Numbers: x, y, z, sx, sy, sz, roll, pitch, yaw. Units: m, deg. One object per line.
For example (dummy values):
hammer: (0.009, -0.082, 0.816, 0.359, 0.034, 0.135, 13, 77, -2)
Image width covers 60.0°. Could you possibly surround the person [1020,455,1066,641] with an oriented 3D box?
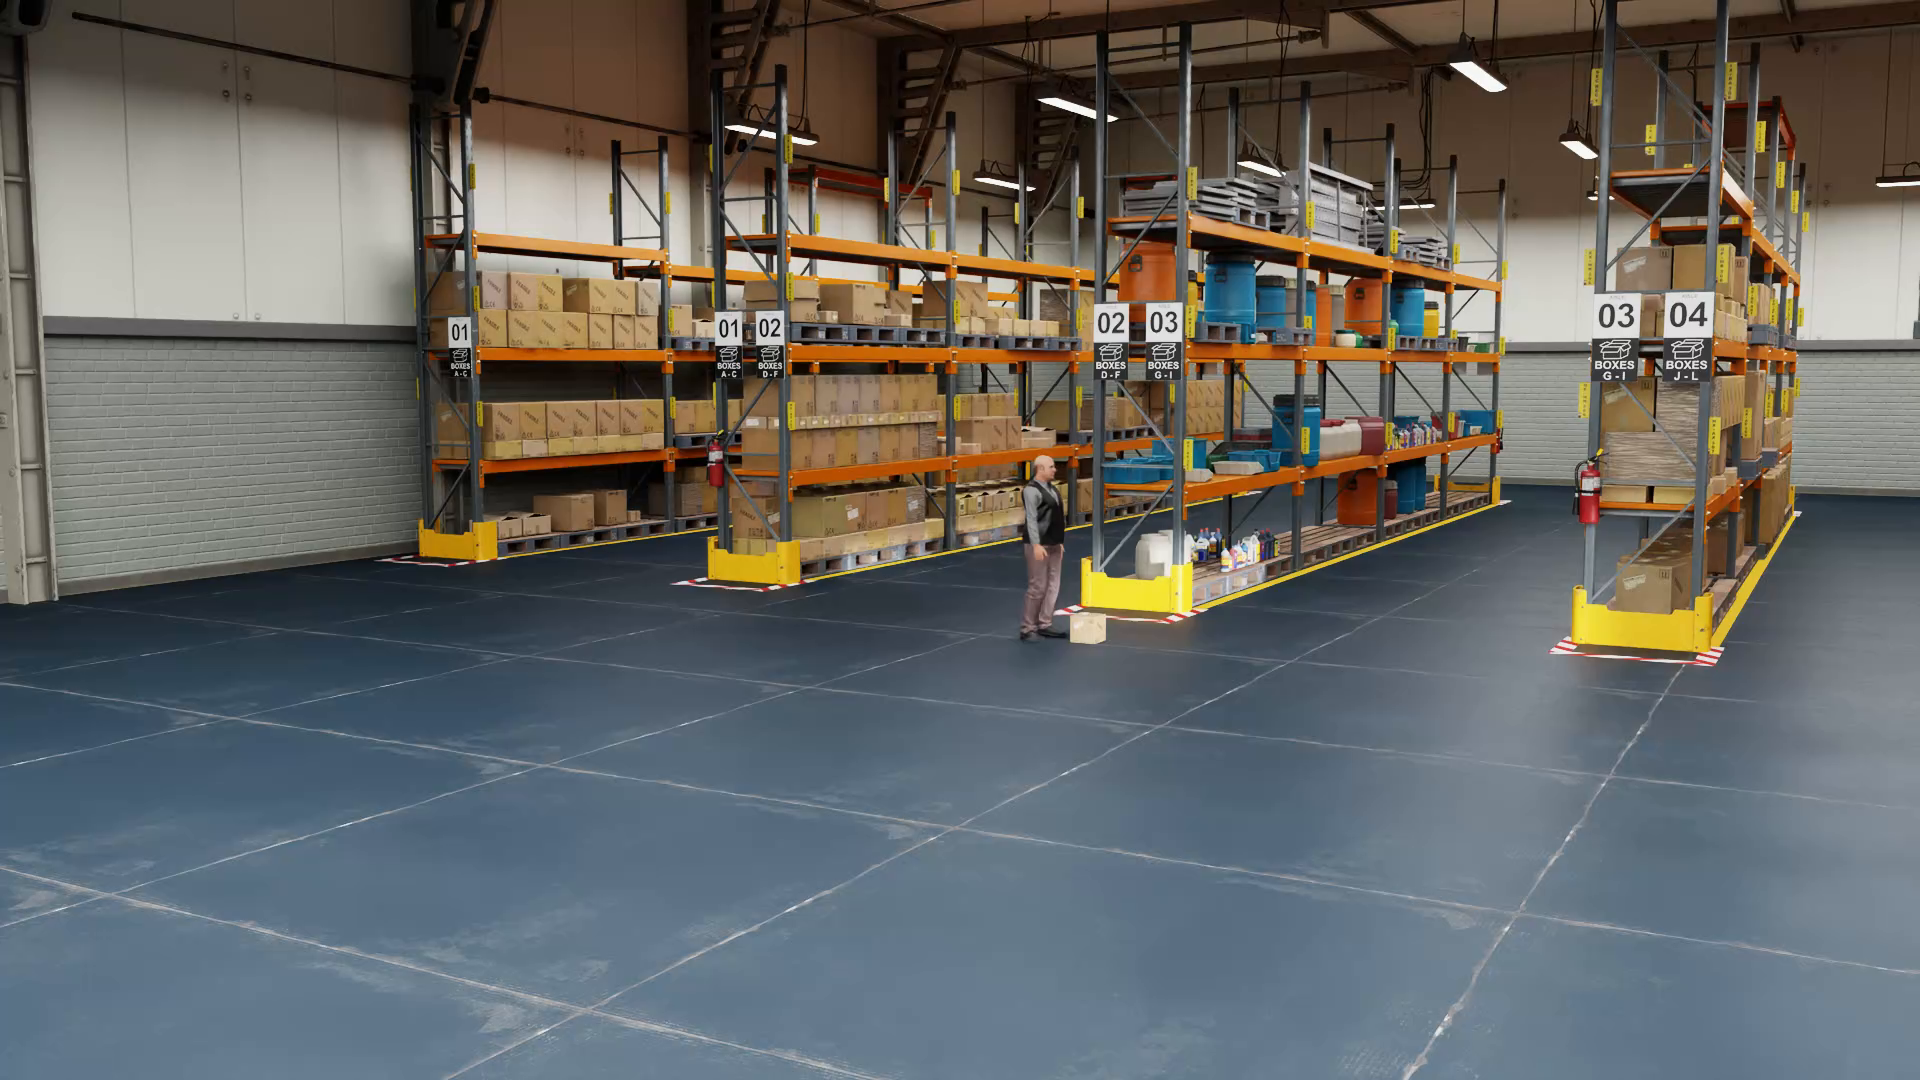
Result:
person: (0.790, 0.090, 15.624, 0.357, 1.770, 0.533, 3, 7, 30)
